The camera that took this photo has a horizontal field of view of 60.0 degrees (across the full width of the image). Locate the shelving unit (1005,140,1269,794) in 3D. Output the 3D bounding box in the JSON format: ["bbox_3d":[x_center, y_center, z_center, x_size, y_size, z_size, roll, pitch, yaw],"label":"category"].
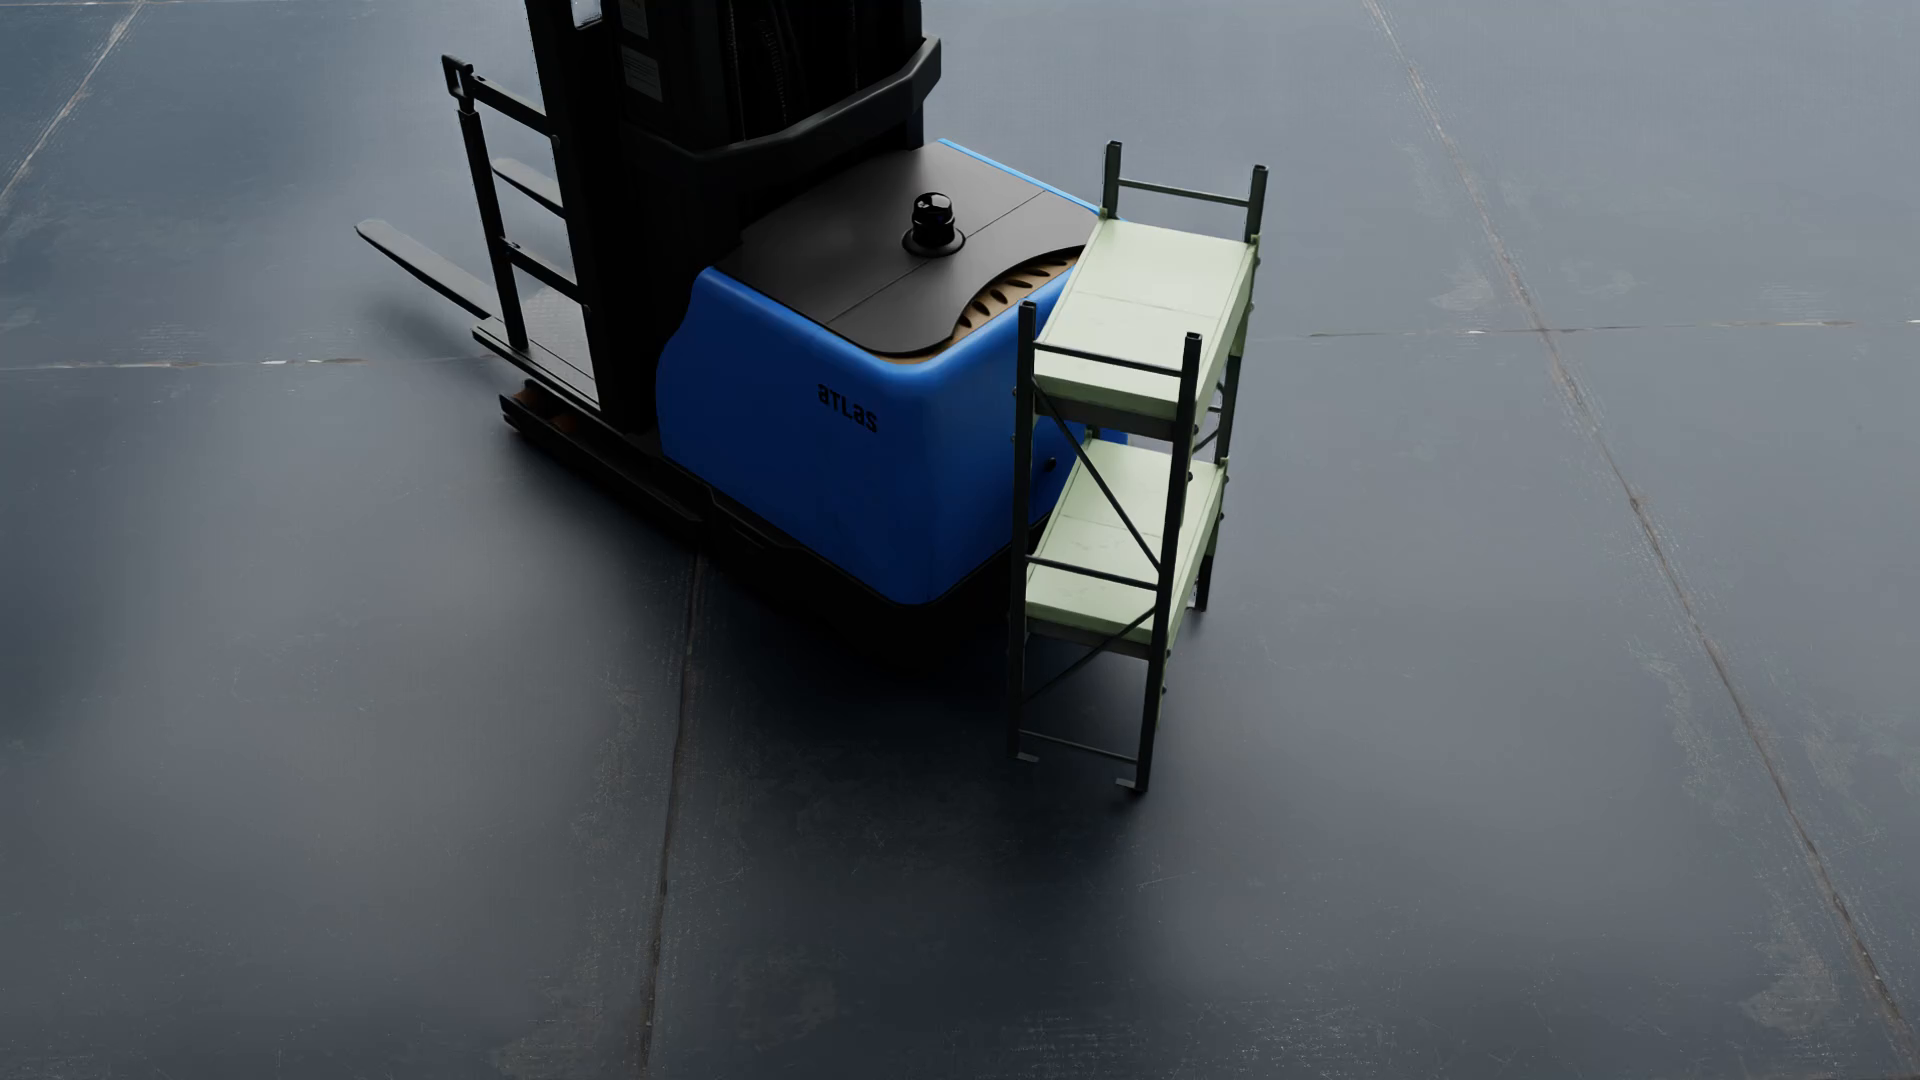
[{"bbox_3d":[0.436,-0.151,4.305,0.431,1.500,0.755,13,44,14],"label":"shelving unit"}]

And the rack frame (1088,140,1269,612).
[{"bbox_3d":[0.553,-0.386,4.561,0.400,1.500,0.023,13,44,14],"label":"rack frame"}]

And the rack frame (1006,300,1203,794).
[{"bbox_3d":[0.319,0.083,4.049,0.400,1.500,0.023,13,44,14],"label":"rack frame"}]

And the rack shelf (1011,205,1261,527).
[{"bbox_3d":[0.436,-0.439,4.041,0.431,0.370,0.720,13,44,14],"label":"rack shelf"}]

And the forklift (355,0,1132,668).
[{"bbox_3d":[-0.905,-1.576,4.800,3.031,2.935,1.130,31,51,29],"label":"forklift"}]

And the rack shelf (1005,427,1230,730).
[{"bbox_3d":[0.436,0.089,4.525,0.431,0.370,0.720,13,44,14],"label":"rack shelf"}]
